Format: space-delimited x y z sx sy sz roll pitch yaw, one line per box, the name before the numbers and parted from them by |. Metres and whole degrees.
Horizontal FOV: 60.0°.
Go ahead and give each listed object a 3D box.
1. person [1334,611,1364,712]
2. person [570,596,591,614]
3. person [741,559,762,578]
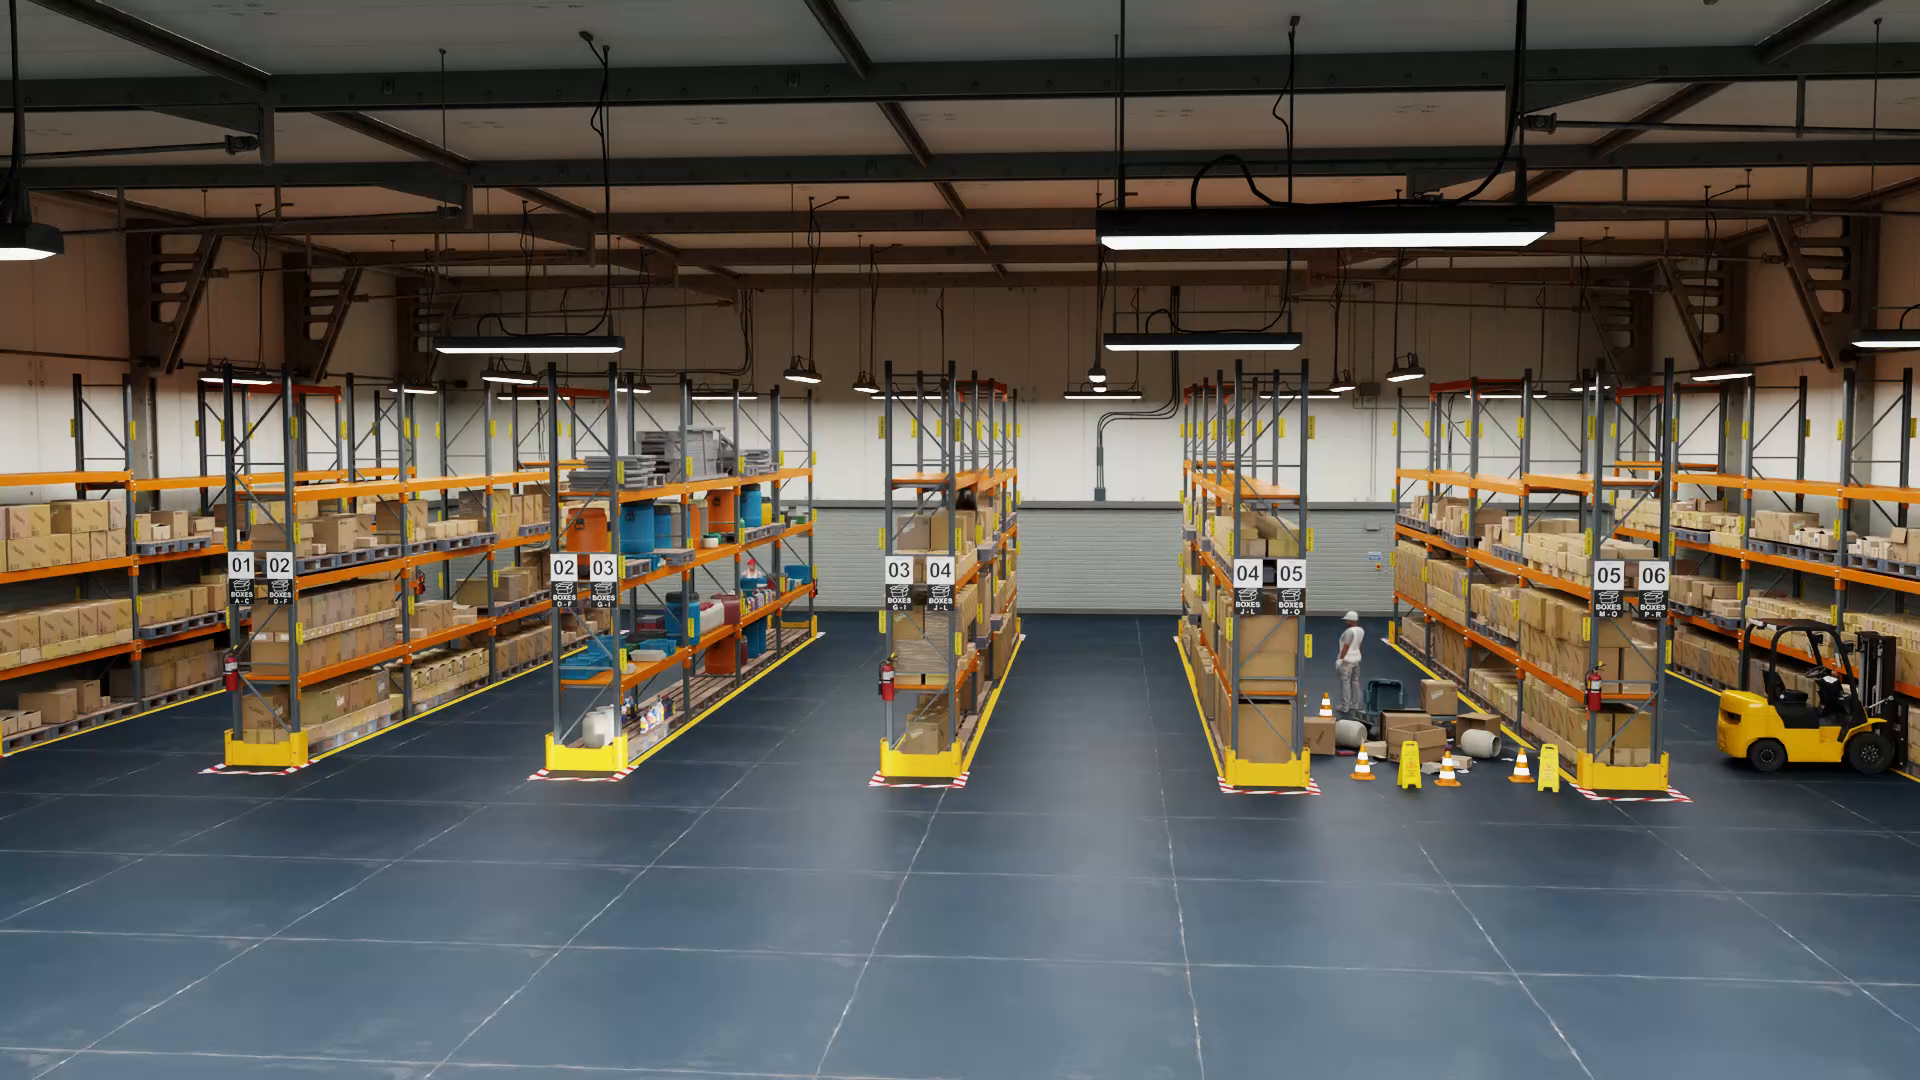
person | 6.942 2.165 29.712 0.616 1.788 0.403 -4 5 -45
person | -9.646 1.367 42.752 0.877 1.617 0.480 2 4 32
person | -5.217 1.362 41.677 0.600 1.760 0.905 0 4 -2
